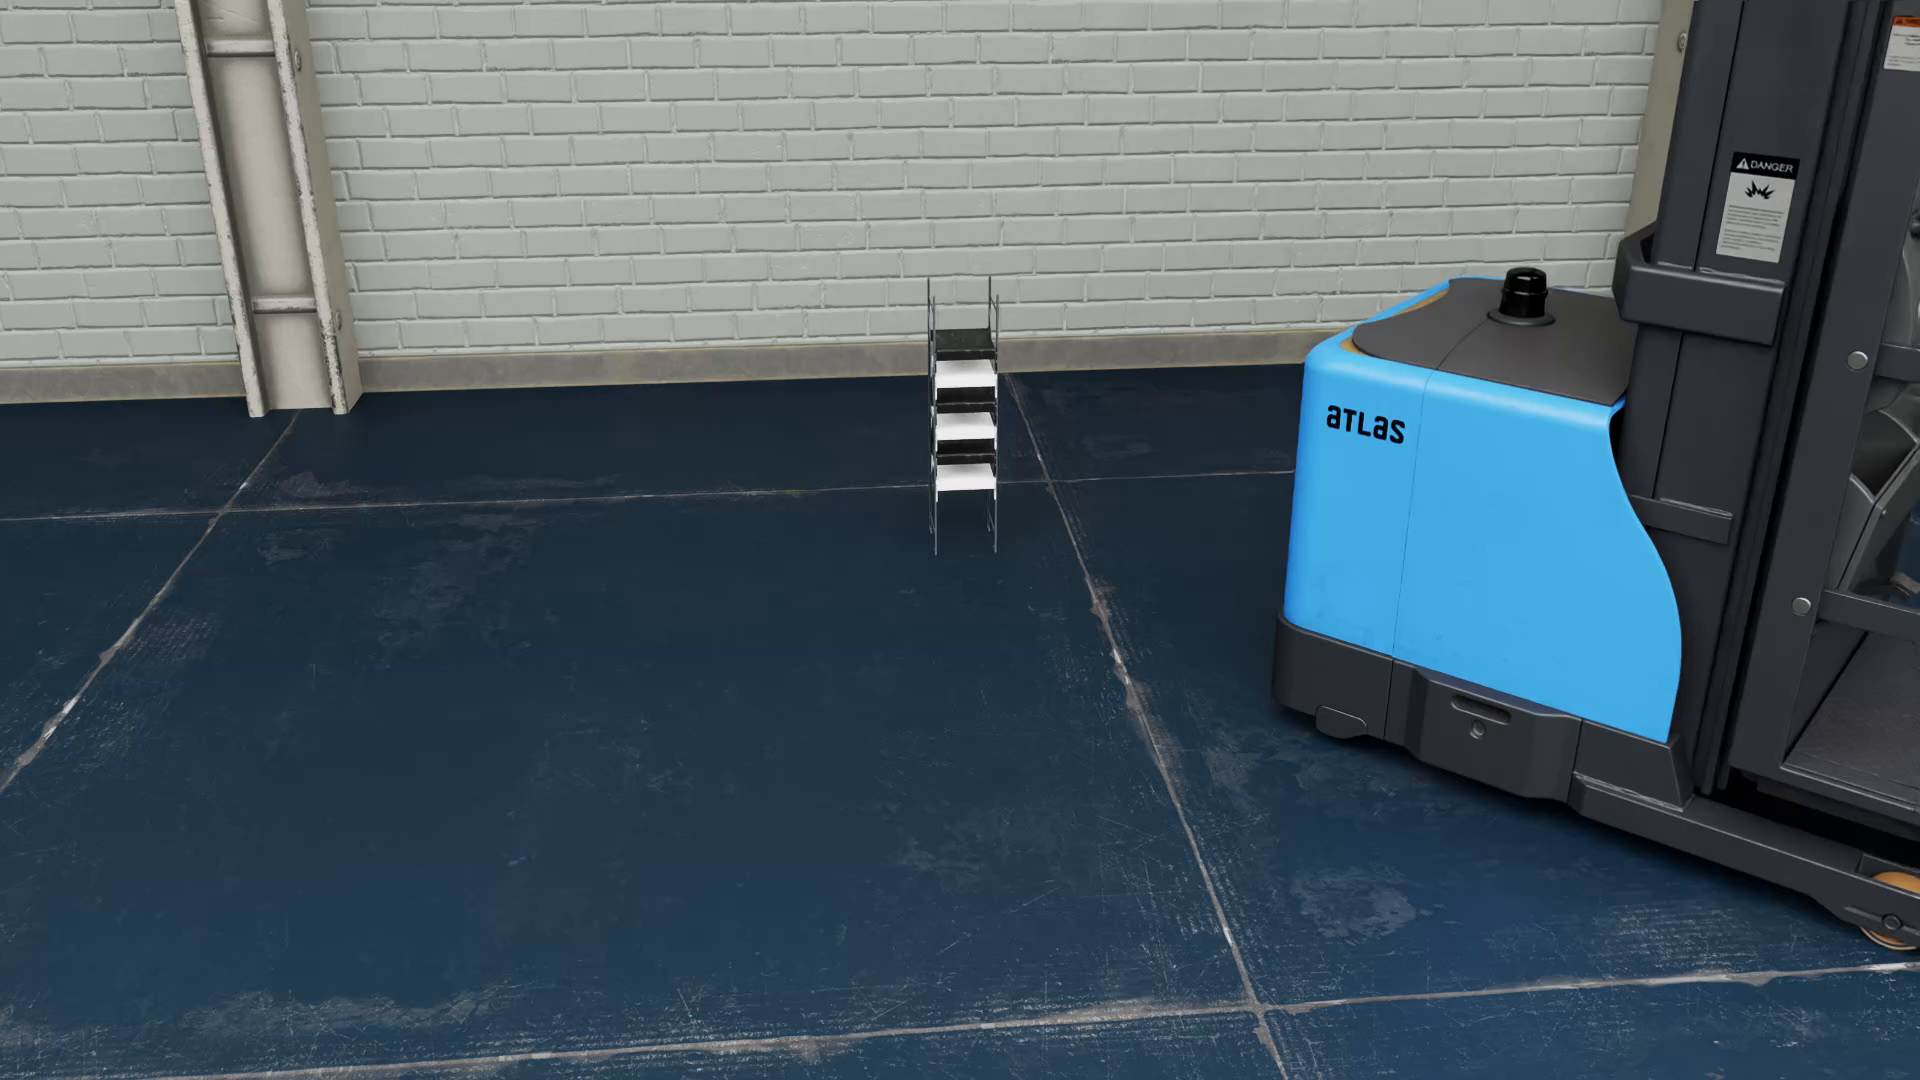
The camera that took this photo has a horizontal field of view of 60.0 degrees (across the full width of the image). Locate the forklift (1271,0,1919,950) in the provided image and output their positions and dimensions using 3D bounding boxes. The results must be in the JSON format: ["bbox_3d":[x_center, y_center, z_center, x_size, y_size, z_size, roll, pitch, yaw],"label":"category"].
[{"bbox_3d":[2.331,-0.623,3.544,3.031,2.935,1.130,18,30,35],"label":"forklift"}]

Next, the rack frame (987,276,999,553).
[{"bbox_3d":[0.109,-0.416,5.577,0.006,0.900,0.240,-2,24,-5],"label":"rack frame"}]

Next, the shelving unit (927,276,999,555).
[{"bbox_3d":[0.008,-0.412,5.568,0.210,0.900,0.258,-2,24,-5],"label":"shelving unit"}]

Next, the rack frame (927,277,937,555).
[{"bbox_3d":[-0.093,-0.407,5.559,0.006,0.900,0.240,-2,24,-5],"label":"rack frame"}]

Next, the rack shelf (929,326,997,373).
[{"bbox_3d":[0.008,-0.628,5.472,0.200,0.077,0.258,-2,24,-5],"label":"rack shelf"}]

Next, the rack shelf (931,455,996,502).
[{"bbox_3d":[0.008,-0.217,5.655,0.200,0.077,0.258,-2,24,-5],"label":"rack shelf"}]

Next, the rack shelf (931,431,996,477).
[{"bbox_3d":[0.008,-0.299,5.618,0.200,0.077,0.258,-2,24,-5],"label":"rack shelf"}]

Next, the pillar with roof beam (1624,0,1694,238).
[{"bbox_3d":[3.627,-3.192,1.852,0.400,9.000,9.100,-2,24,-5],"label":"pillar with roof beam"}]

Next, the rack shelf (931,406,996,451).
[{"bbox_3d":[0.008,-0.381,5.581,0.200,0.077,0.258,-2,24,-5],"label":"rack shelf"}]

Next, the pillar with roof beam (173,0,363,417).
[{"bbox_3d":[-2.344,-2.953,1.313,0.400,9.000,9.100,-2,24,-5],"label":"pillar with roof beam"}]

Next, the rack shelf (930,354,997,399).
[{"bbox_3d":[0.008,-0.546,5.508,0.200,0.077,0.258,-2,24,-5],"label":"rack shelf"}]

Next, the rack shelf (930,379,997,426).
[{"bbox_3d":[0.008,-0.463,5.545,0.200,0.077,0.258,-2,24,-5],"label":"rack shelf"}]
